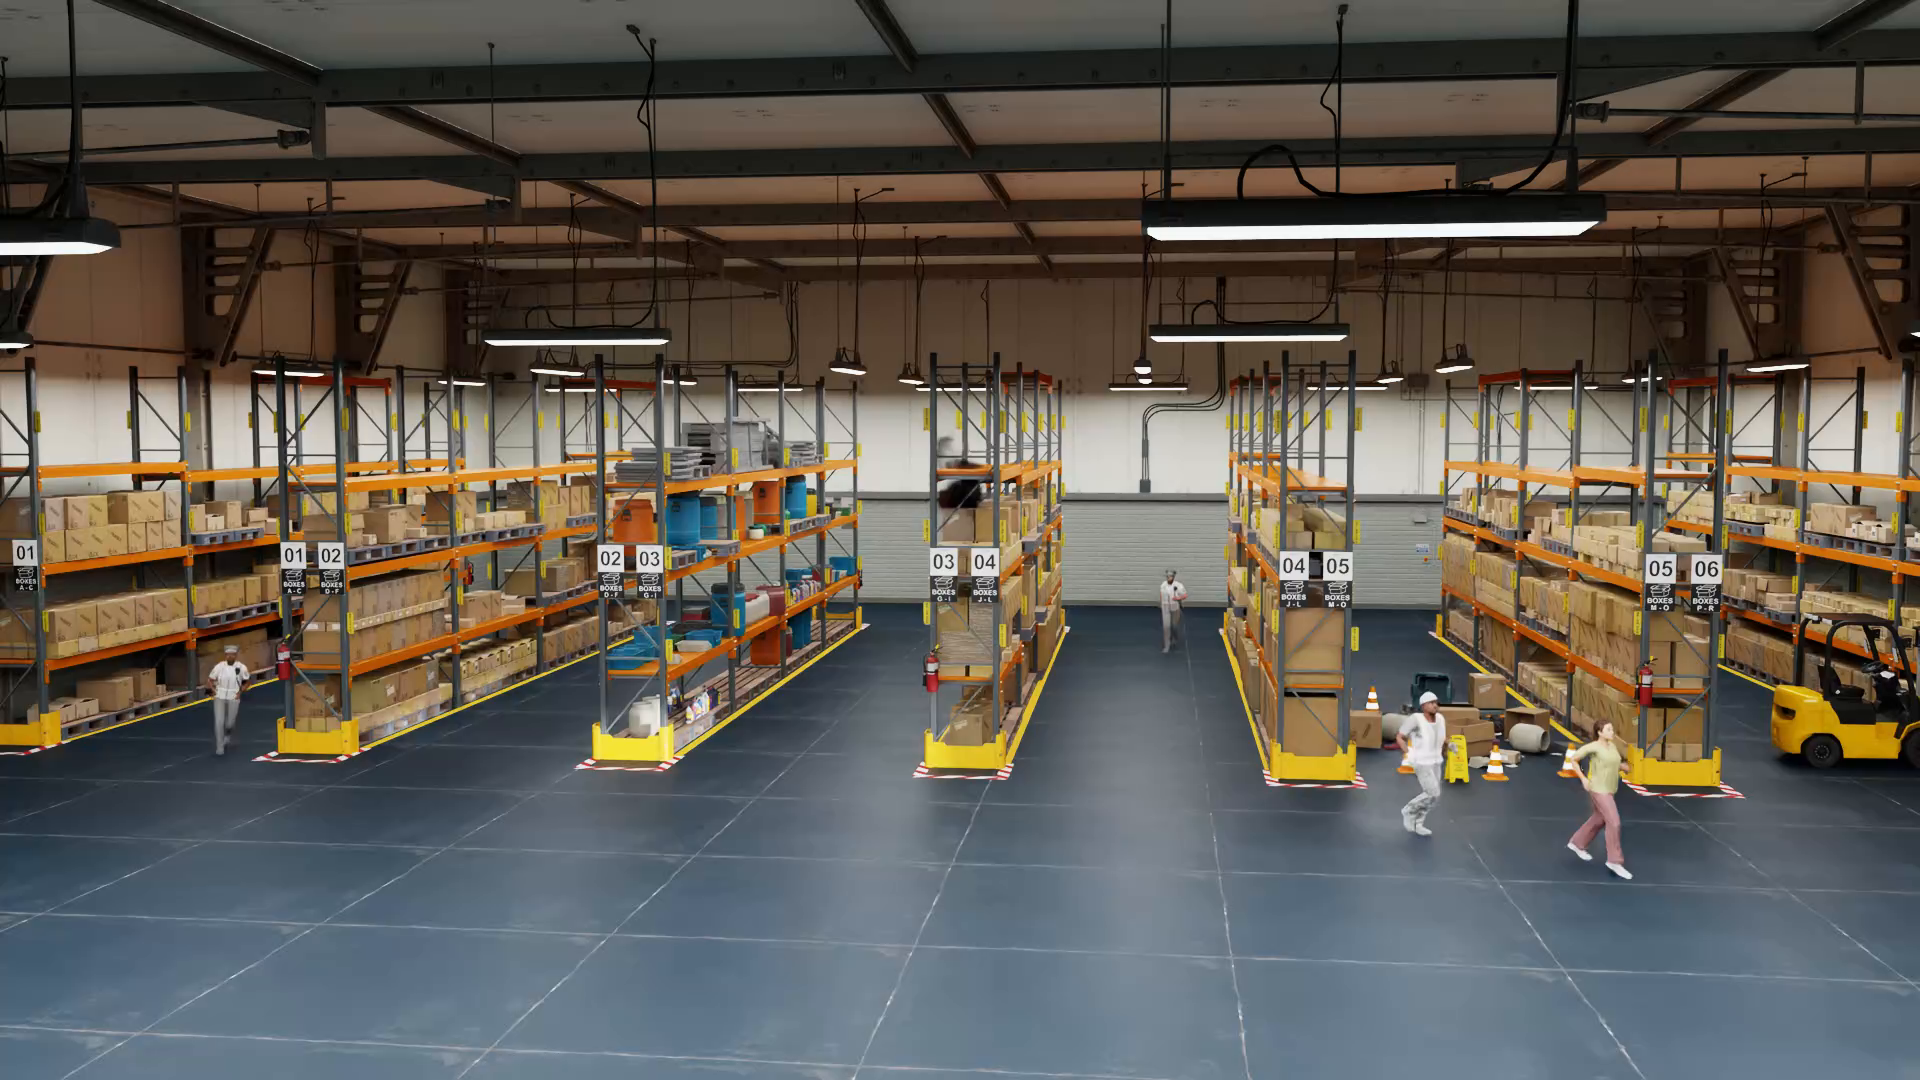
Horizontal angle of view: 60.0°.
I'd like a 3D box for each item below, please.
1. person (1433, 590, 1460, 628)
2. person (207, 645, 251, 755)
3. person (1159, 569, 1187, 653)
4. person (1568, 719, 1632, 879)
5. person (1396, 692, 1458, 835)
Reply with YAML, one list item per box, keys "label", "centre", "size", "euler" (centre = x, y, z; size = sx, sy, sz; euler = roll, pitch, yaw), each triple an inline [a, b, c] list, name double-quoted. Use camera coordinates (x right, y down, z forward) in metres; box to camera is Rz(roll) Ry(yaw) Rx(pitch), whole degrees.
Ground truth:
- label: "person"
  centre: [11.869, 1.323, 40.115]
  size: [0.870, 1.679, 0.783]
  euler: [1, 4, 19]
- label: "person"
  centre: [-11.121, 2.412, 25.302]
  size: [0.606, 1.642, 0.613]
  euler: [-1, 4, -18]
- label: "person"
  centre: [4.663, 1.536, 36.523]
  size: [0.646, 1.805, 0.913]
  euler: [1, 4, 17]
- label: "person"
  centre: [7.163, 2.840, 18.563]
  size: [0.555, 1.709, 0.854]
  euler: [-3, 5, -38]
- label: "person"
  centre: [5.689, 2.705, 20.083]
  size: [0.662, 1.745, 0.597]
  euler: [-3, 5, -32]
